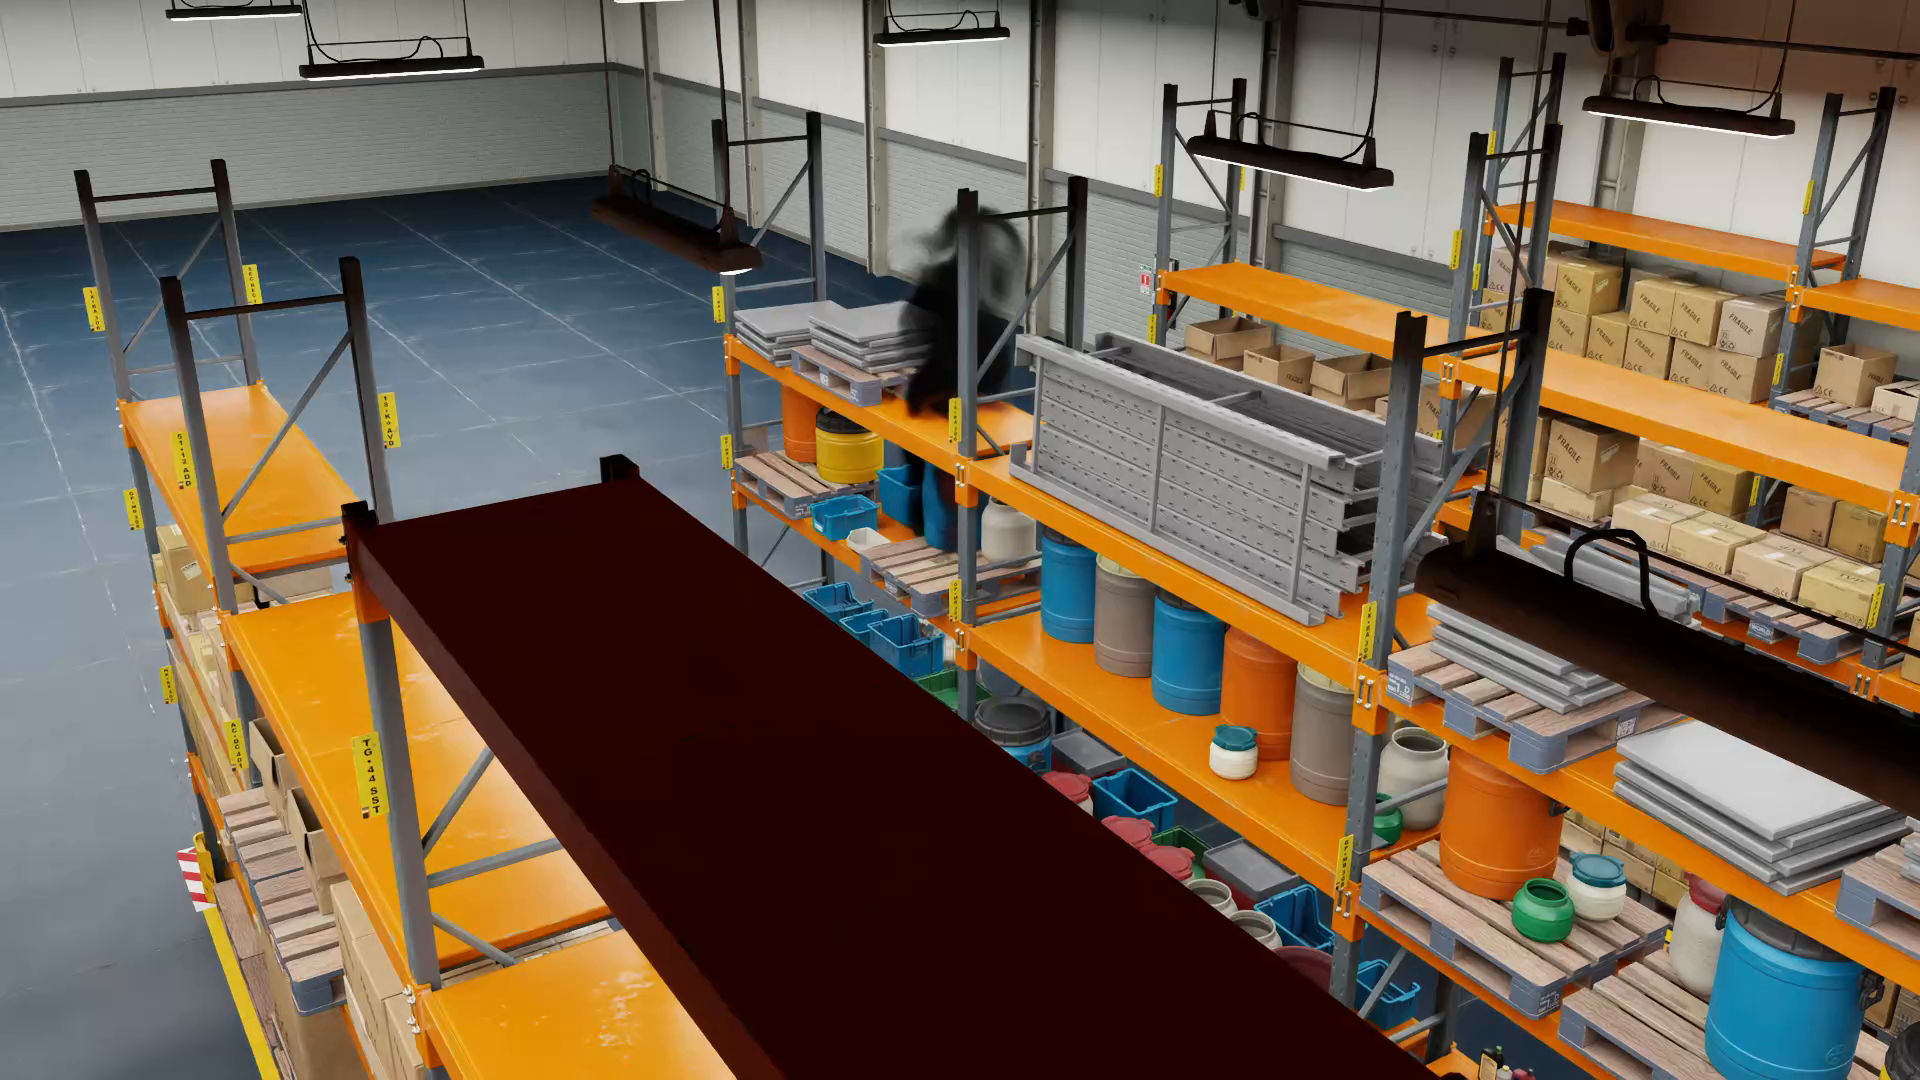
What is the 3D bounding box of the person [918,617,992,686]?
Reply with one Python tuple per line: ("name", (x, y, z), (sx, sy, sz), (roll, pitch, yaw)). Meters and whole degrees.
("person", (-0.077, 1.077, 16.441), (0.814, 1.690, 0.676), (-4, 22, -10))
